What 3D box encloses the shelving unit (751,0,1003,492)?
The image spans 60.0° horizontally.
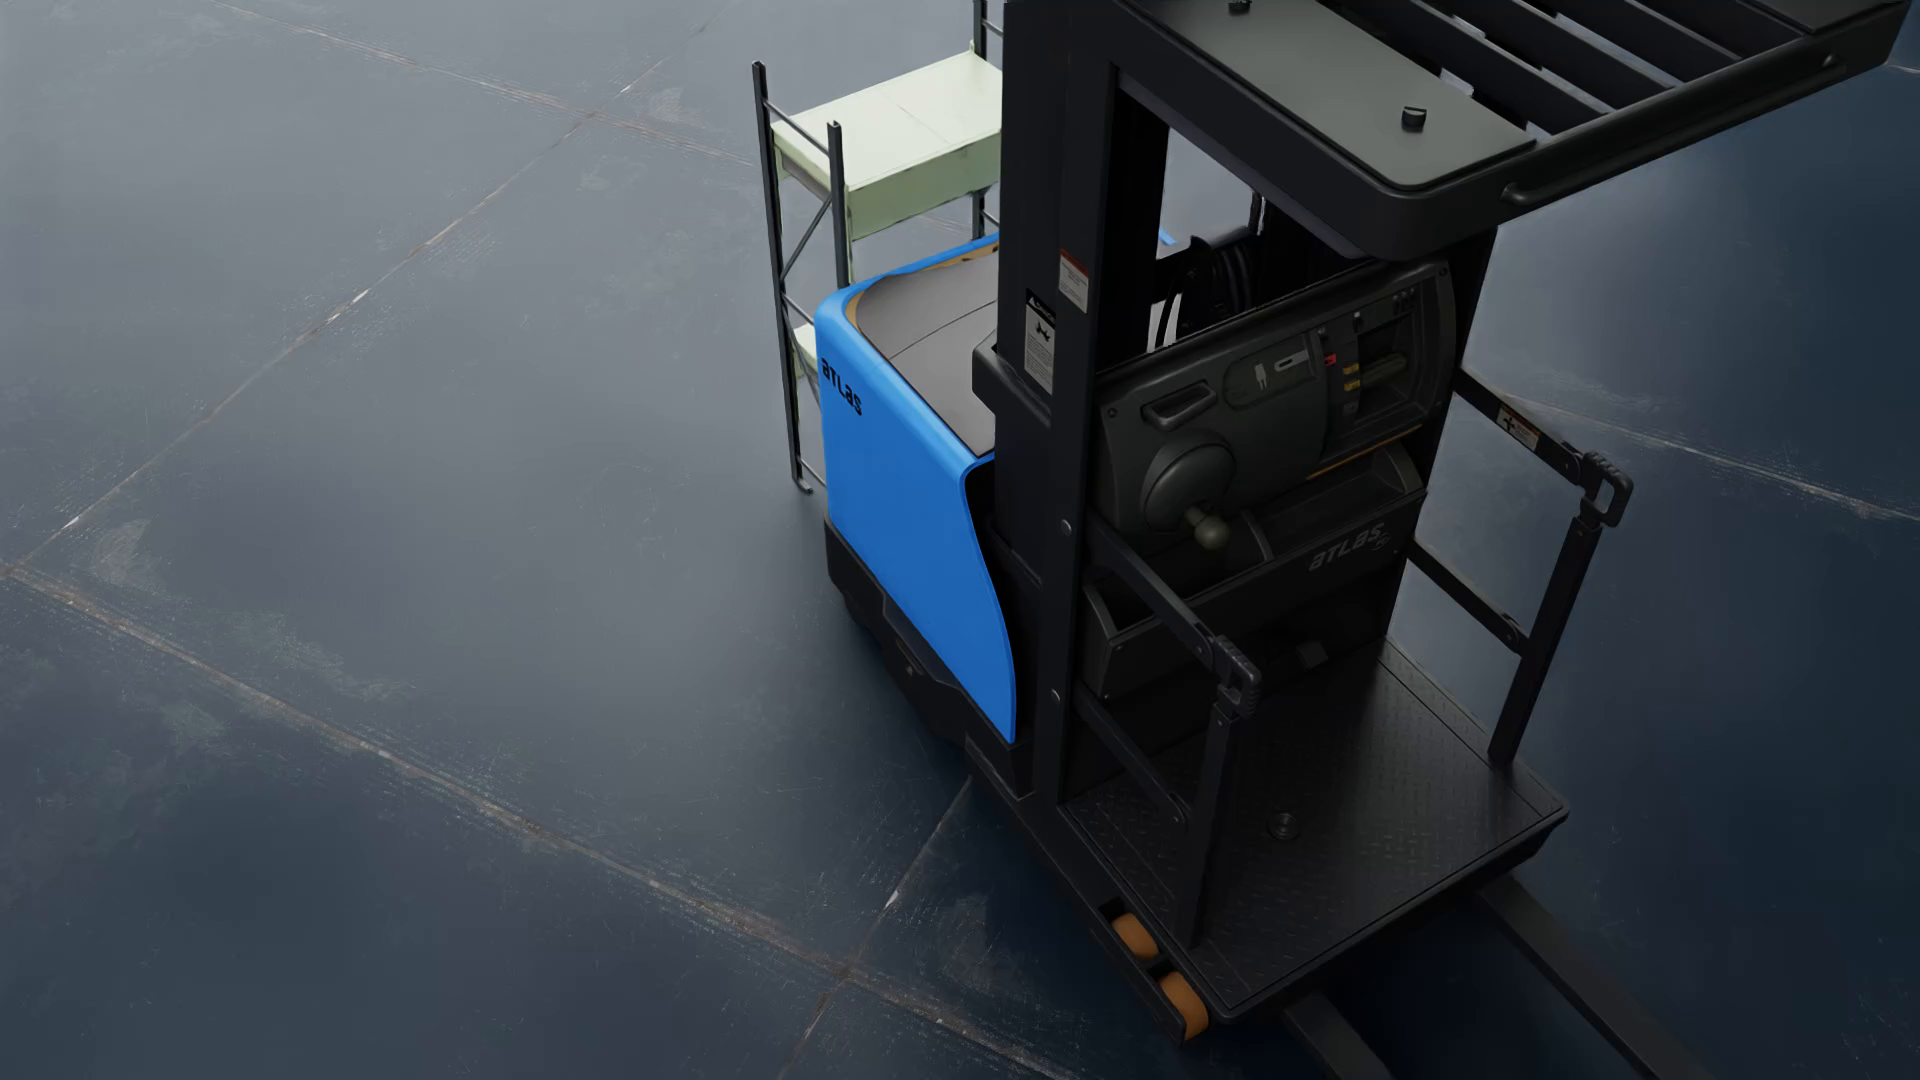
[{"bbox_3d":[-0.129,-0.777,4.964,0.755,1.500,0.431,-28,51,-25],"label":"shelving unit"}]

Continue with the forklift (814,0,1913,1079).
[{"bbox_3d":[0.802,-0.201,3.388,1.130,2.935,3.031,-24,50,-22],"label":"forklift"}]

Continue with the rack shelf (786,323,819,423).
[{"bbox_3d":[-0.129,-0.548,5.196,0.720,0.370,0.431,-28,51,-25],"label":"rack shelf"}]

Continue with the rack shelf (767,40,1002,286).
[{"bbox_3d":[-0.129,-1.052,4.686,0.720,0.370,0.431,-28,51,-25],"label":"rack shelf"}]

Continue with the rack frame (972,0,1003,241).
[{"bbox_3d":[0.166,-0.931,5.116,0.023,1.500,0.400,-28,51,-25],"label":"rack frame"}]

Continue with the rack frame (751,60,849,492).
[{"bbox_3d":[-0.424,-0.623,4.812,0.023,1.500,0.400,-28,51,-25],"label":"rack frame"}]
